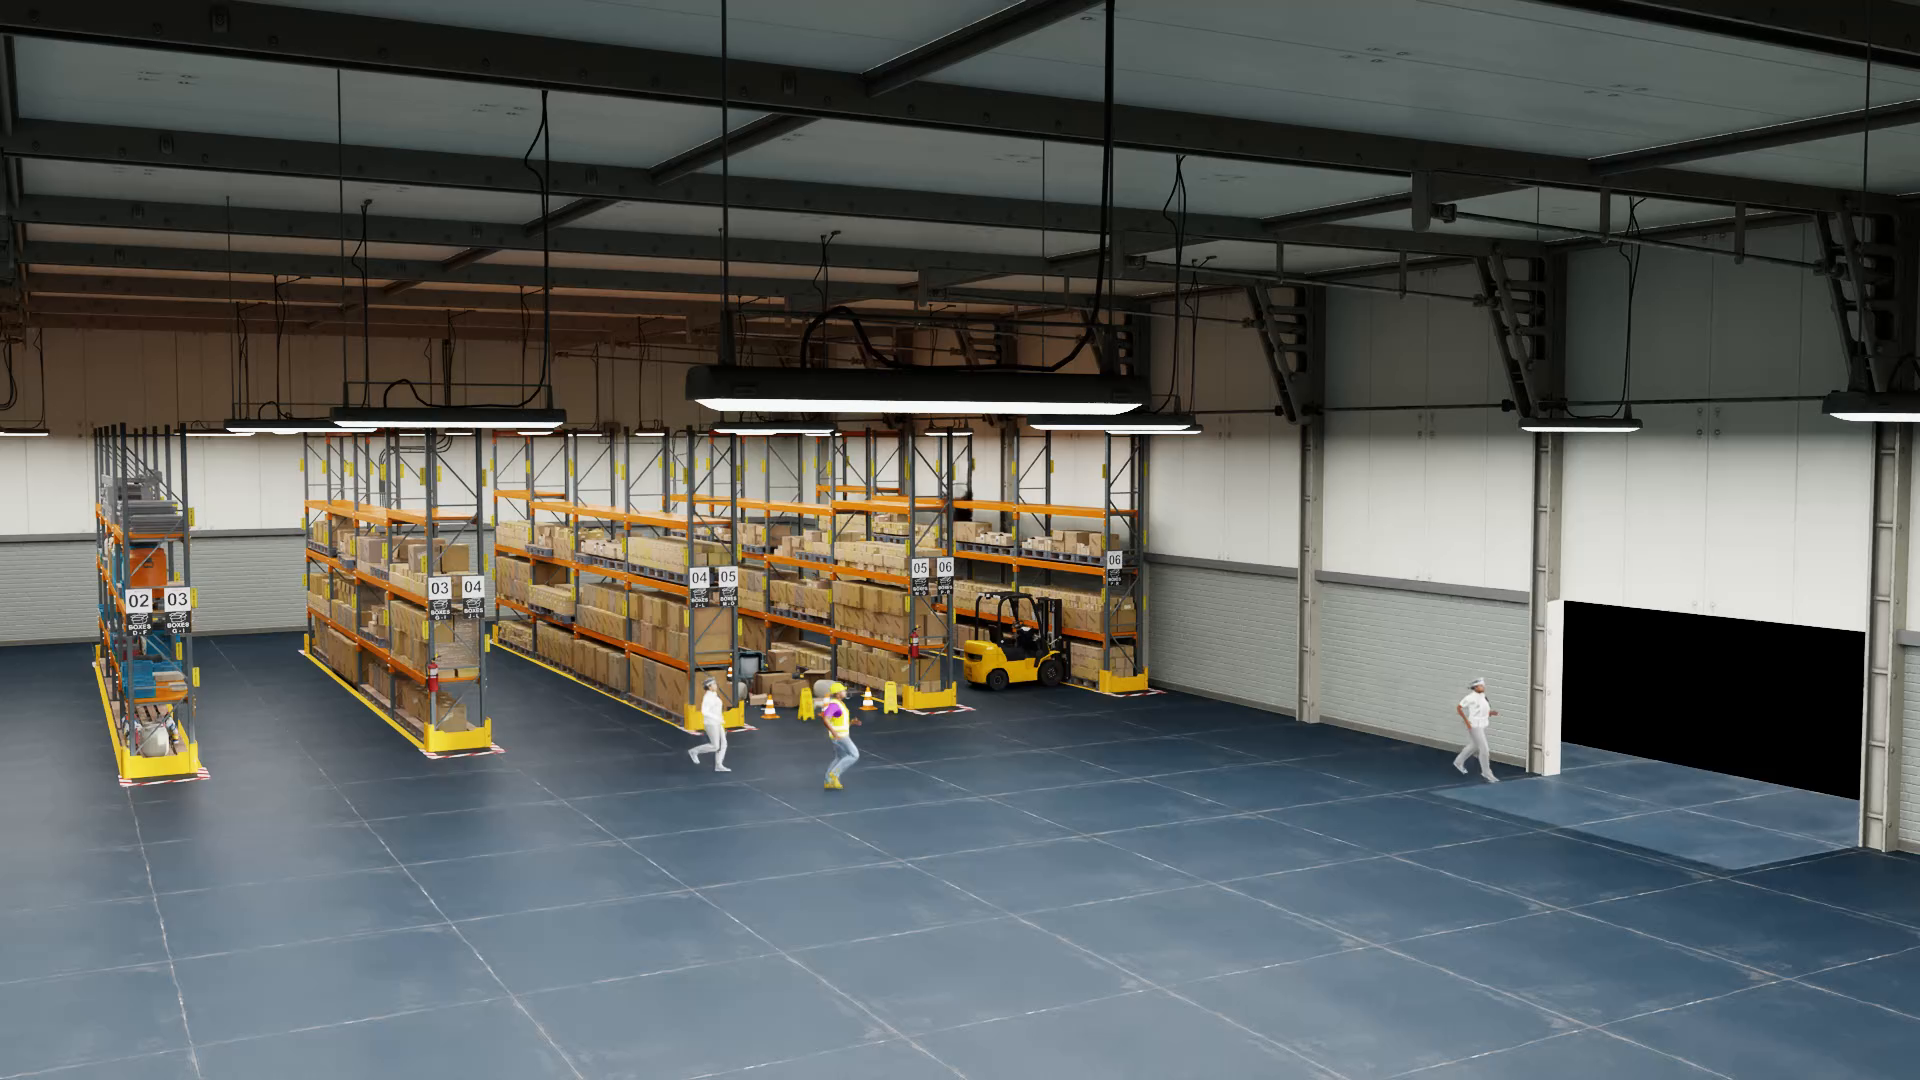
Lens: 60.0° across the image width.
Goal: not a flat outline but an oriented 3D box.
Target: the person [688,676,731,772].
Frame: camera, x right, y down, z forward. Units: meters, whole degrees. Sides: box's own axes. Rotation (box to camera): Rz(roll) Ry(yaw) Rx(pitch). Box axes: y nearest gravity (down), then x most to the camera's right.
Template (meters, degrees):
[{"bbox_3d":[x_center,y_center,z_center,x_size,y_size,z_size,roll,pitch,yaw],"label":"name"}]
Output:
[{"bbox_3d":[-4.295,3.162,28.596,0.729,1.667,0.610,0,3,5],"label":"person"}]

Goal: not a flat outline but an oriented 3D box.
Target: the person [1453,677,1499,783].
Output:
[{"bbox_3d":[8.710,3.164,28.002,0.839,1.725,0.566,3,5,42],"label":"person"}]

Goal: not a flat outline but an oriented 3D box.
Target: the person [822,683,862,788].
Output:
[{"bbox_3d":[-1.926,3.196,27.182,0.634,1.724,0.683,0,3,-4],"label":"person"}]
